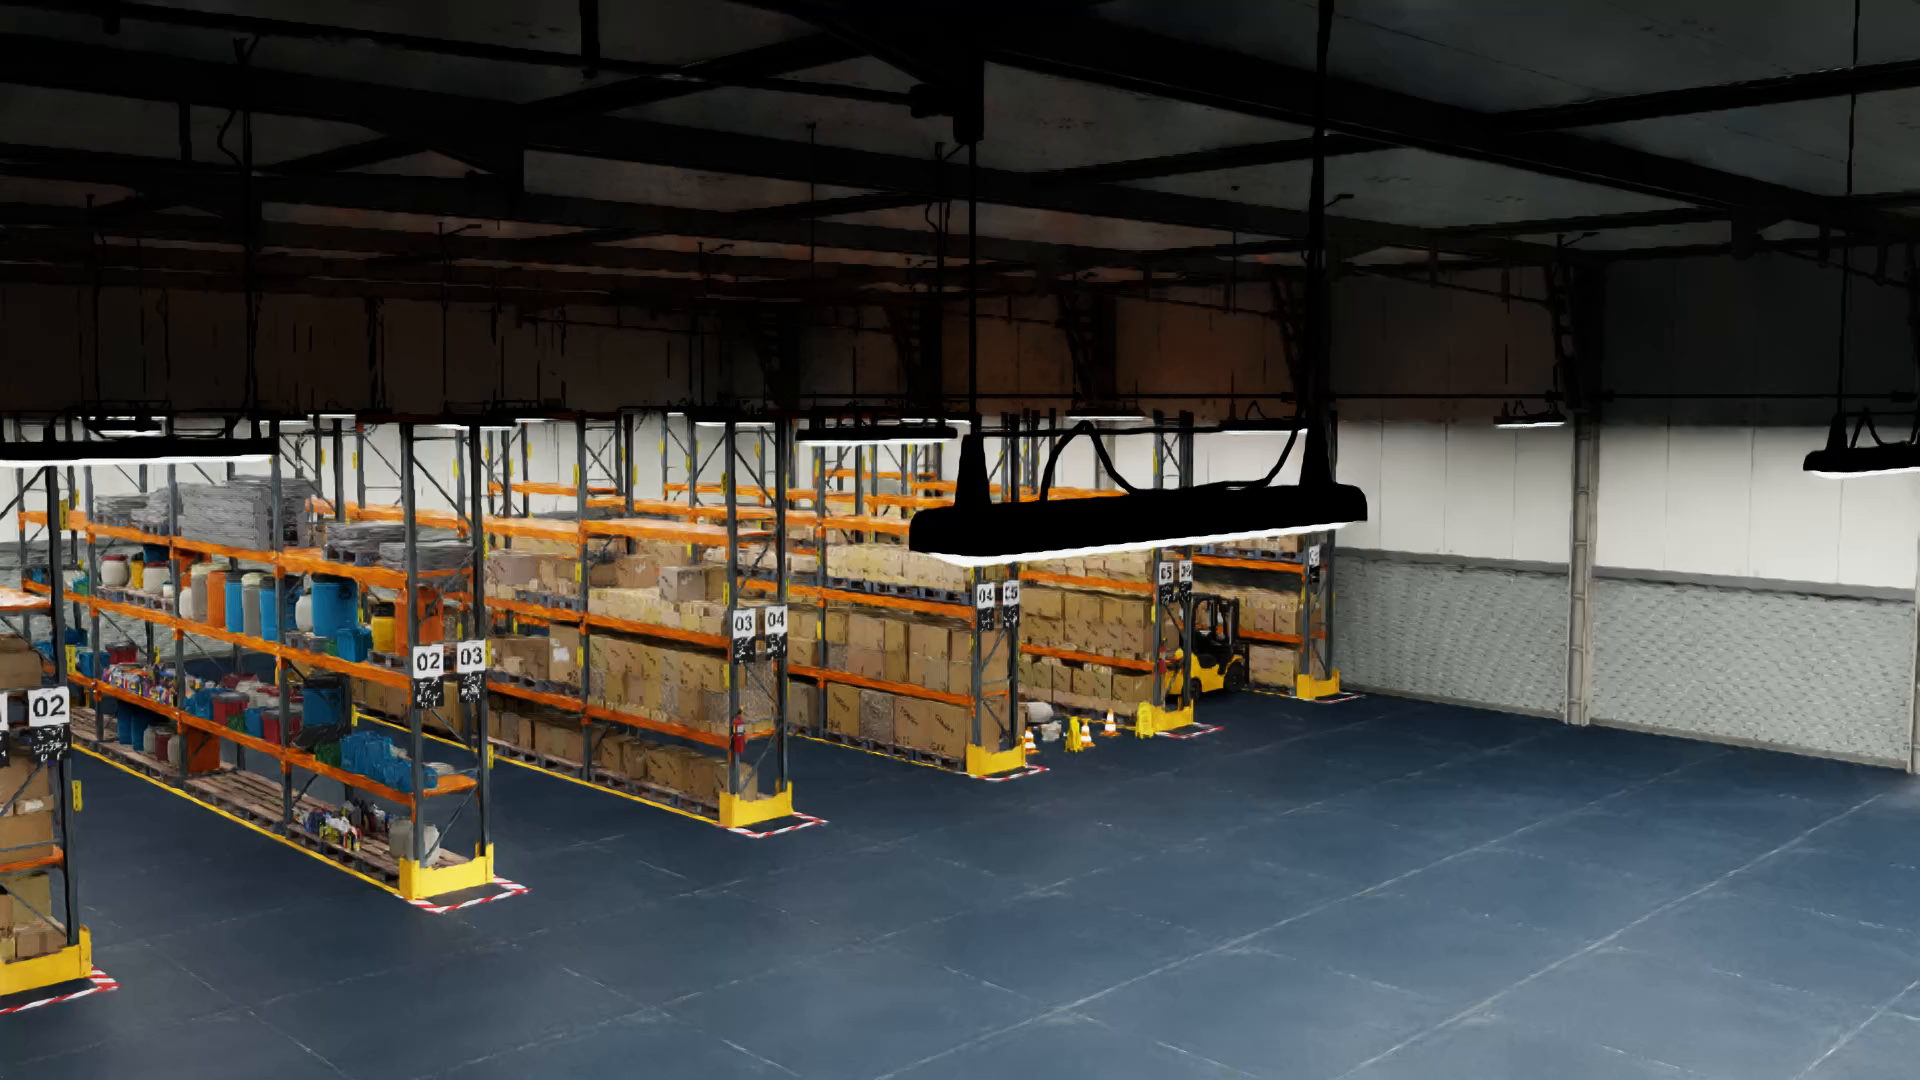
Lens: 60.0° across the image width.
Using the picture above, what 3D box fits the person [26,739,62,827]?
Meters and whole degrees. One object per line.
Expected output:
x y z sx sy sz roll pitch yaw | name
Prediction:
-13.479 3.408 24.400 1.088 1.572 0.451 5 7 43 | person

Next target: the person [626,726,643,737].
-5.815 2.983 29.797 0.512 1.541 0.566 5 7 43 | person

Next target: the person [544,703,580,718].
-7.920 2.646 32.484 0.598 1.698 1.193 -4 7 -42 | person
